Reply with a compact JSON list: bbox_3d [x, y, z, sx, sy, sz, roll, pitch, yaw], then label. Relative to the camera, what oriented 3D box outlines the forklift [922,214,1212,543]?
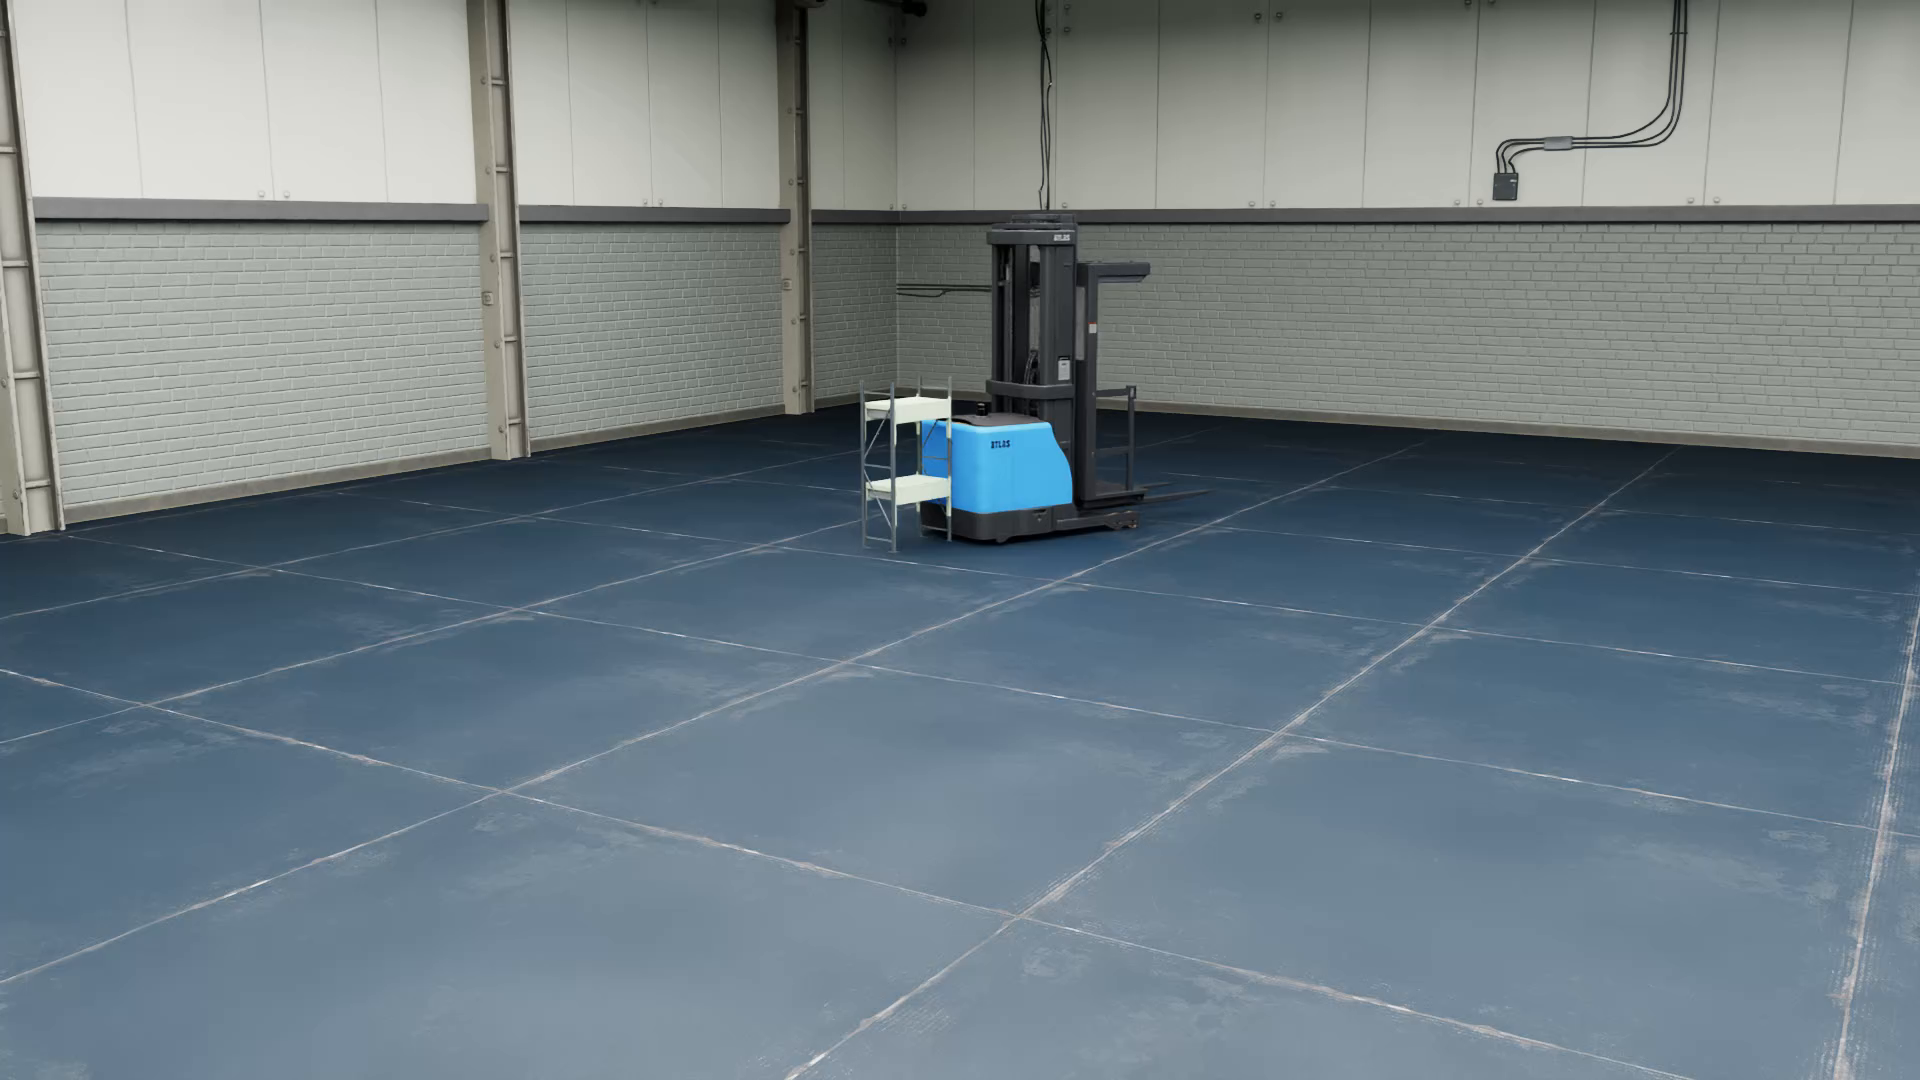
[{"bbox_3d":[1.107,-1.603,15.846,3.031,2.935,1.130,-8,13,-35],"label":"forklift"}]

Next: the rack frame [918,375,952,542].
[{"bbox_3d":[-0.231,-0.743,15.143,0.400,1.500,0.023,9,14,41],"label":"rack frame"}]

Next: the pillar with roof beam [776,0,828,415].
[{"bbox_3d":[1.186,-5.984,22.761,9.100,9.000,0.548,6,12,31],"label":"pillar with roof beam"}]

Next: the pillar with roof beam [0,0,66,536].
[{"bbox_3d":[-5.044,-4.097,12.680,9.100,9.000,0.400,6,12,31],"label":"pillar with roof beam"}]

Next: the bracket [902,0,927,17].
[{"bbox_3d":[-0.744,-8.569,26.785,0.235,0.232,0.430,6,12,31],"label":"bracket"}]

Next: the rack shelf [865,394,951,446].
[{"bbox_3d":[-0.475,-1.076,14.803,0.431,0.370,0.720,9,14,41],"label":"rack shelf"}]

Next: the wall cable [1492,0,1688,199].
[{"bbox_3d":[8.272,-7.495,21.587,2.305,6.003,0.169,6,12,31],"label":"wall cable"}]

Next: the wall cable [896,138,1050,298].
[{"bbox_3d":[0.166,-5.206,27.044,3.097,2.526,0.112,6,12,31],"label":"wall cable"}]

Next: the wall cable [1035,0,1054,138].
[{"bbox_3d":[2.478,-7.430,25.199,3.097,2.526,0.112,6,12,31],"label":"wall cable"}]

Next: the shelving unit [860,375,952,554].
[{"bbox_3d":[-0.475,-0.693,14.875,0.431,1.500,0.755,9,14,41],"label":"shelving unit"}]

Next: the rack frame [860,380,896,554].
[{"bbox_3d":[-0.719,-0.643,14.607,0.400,1.500,0.023,9,14,41],"label":"rack frame"}]

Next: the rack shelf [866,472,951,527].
[{"bbox_3d":[-0.475,-0.372,14.935,0.431,0.370,0.720,9,14,41],"label":"rack shelf"}]

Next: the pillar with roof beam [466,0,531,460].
[{"bbox_3d":[-1.929,-5.041,17.721,9.100,9.000,0.400,6,12,31],"label":"pillar with roof beam"}]

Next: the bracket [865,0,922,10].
[{"bbox_3d":[-1.051,-8.476,26.289,0.076,0.066,3.189,6,12,31],"label":"bracket"}]
